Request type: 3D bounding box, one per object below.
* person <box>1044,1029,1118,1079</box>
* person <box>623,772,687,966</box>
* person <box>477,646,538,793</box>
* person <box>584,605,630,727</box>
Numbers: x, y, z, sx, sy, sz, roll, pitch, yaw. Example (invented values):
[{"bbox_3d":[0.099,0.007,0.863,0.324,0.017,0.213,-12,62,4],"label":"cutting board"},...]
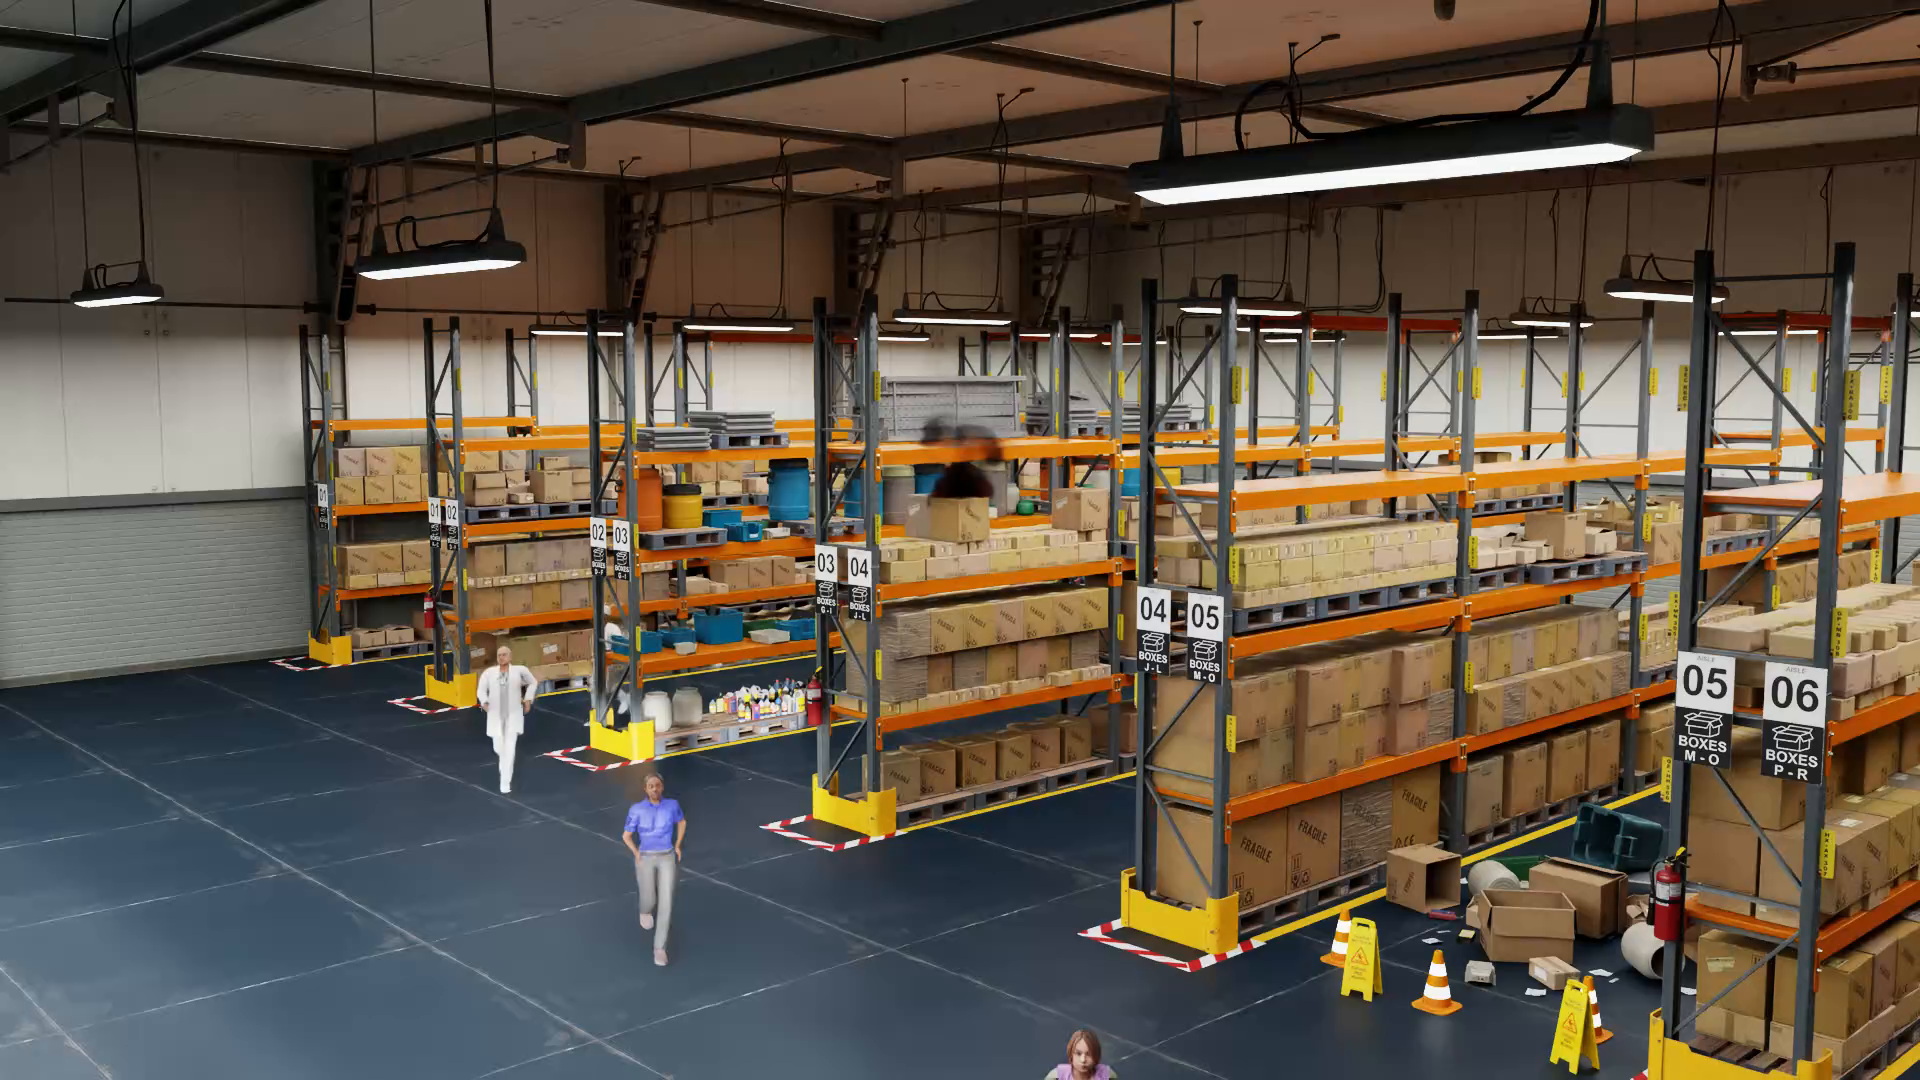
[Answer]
[{"bbox_3d":[0.674,3.472,9.335,0.558,1.551,0.548,0,6,2],"label":"person"},{"bbox_3d":[-2.709,2.875,14.820,0.578,1.649,0.791,-2,6,-17],"label":"person"},{"bbox_3d":[-5.678,2.207,20.849,0.724,1.766,0.957,-1,6,-7],"label":"person"},{"bbox_3d":[-5.187,1.829,24.461,0.689,1.767,0.852,5,7,39],"label":"person"}]
